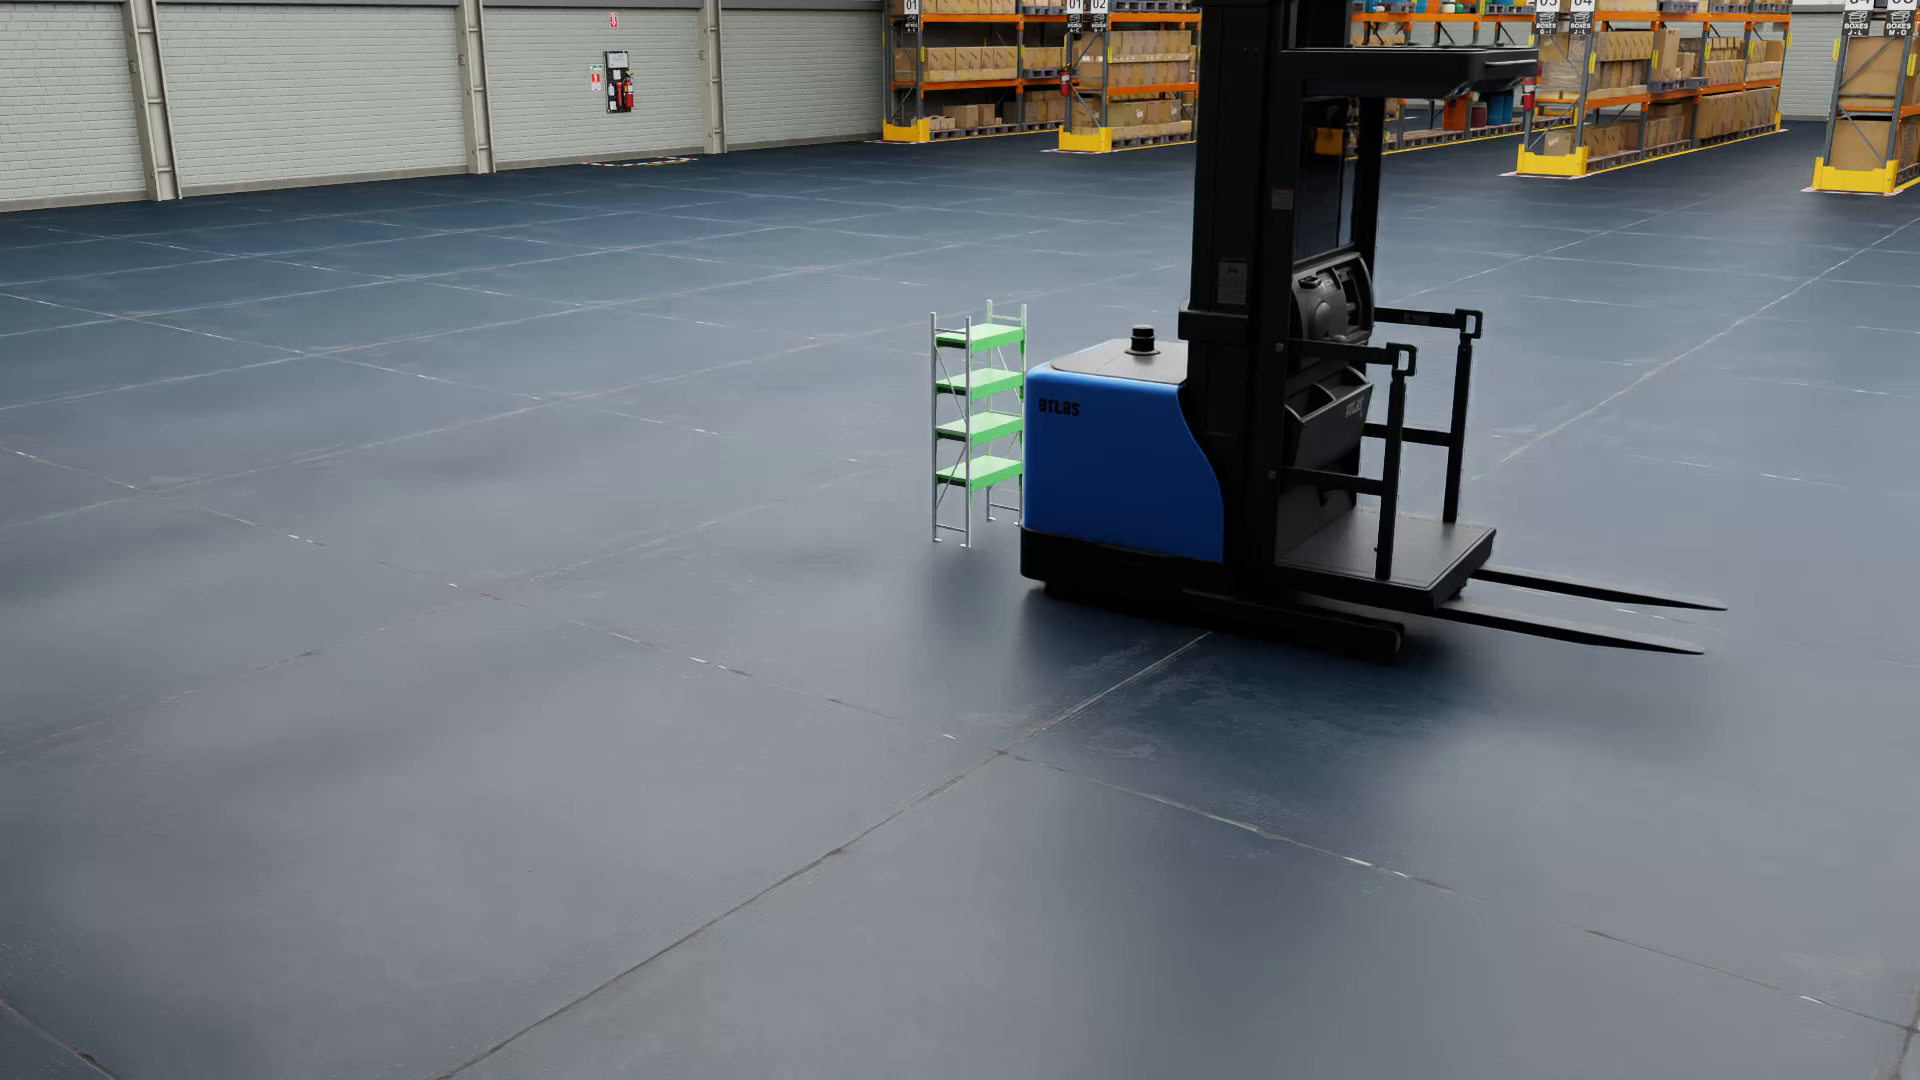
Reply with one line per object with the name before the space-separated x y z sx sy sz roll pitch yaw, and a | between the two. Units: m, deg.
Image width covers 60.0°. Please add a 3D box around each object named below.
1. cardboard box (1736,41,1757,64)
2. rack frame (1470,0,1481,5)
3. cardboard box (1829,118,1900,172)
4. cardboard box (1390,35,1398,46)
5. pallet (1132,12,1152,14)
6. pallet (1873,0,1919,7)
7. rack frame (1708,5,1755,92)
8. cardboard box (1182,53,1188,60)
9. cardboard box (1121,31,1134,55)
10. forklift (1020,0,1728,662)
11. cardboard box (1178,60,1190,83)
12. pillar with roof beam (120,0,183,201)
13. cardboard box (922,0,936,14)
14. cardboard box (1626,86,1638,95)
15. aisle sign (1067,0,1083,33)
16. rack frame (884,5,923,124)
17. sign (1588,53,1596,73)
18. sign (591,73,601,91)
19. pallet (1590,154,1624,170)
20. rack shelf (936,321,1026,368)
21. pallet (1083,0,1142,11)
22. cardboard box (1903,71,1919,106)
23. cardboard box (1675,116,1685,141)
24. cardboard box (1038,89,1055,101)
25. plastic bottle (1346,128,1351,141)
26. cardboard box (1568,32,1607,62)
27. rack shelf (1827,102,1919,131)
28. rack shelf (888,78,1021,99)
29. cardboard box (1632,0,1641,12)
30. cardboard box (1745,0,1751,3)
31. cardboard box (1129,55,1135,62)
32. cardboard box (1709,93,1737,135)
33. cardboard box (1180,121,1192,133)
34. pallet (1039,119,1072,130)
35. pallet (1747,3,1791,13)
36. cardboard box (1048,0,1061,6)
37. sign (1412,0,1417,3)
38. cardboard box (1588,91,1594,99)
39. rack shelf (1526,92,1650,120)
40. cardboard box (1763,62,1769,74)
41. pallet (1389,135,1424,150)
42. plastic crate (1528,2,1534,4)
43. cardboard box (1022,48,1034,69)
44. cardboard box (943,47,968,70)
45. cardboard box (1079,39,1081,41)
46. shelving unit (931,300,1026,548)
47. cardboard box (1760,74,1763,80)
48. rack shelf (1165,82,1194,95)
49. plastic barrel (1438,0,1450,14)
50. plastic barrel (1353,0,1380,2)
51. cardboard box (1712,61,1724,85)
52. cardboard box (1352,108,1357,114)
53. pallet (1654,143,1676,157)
cardboard box | 18.284 -11.401 38.888 0.500 0.500 0.500 12 21 35
rack frame | 11.432 -13.692 37.660 1.000 3.000 0.127 12 21 35
cardboard box | 14.917 -6.504 27.506 0.875 0.875 0.875 13 21 35
cardboard box | 11.878 -13.858 46.458 0.500 0.500 0.500 13 22 36
pallet | 4.481 -14.349 45.153 1.003 0.211 1.213 14 22 37
pallet | 15.000 -8.714 26.838 1.003 0.211 1.213 12 21 35
rack frame | 17.793 -10.904 38.799 1.000 3.000 0.127 12 21 35
cardboard box | 4.934 -10.946 37.673 0.380 0.149 0.250 12 21 34
cardboard box | 3.319 -10.712 35.826 0.700 0.500 0.500 12 21 33
forklift | 1.814 -1.059 7.213 3.031 2.935 1.130 10 20 30
cardboard box | 4.814 -10.691 37.944 0.700 0.500 0.500 12 21 33
pillar with roof beam | -8.836 -8.808 21.935 9.100 9.000 0.400 12 21 35
cardboard box | -0.891 -12.197 37.702 0.500 0.500 0.500 13 22 36
cardboard box | 12.721 -8.589 31.769 0.380 0.149 0.250 12 21 35
aisle sign | 2.415 -11.075 34.966 0.394 0.787 0.004 12 21 35
rack frame | -1.291 -10.672 38.051 1.000 3.000 0.127 12 21 35
sign | 11.079 -8.363 29.158 0.100 0.325 0.005 12 21 35
sign | -7.059 -8.884 32.234 0.001 0.329 0.234 12 21 35
pallet | 11.928 -7.209 31.602 1.003 0.211 1.213 12 21 35
rack shelf | 0.099 -1.010 8.569 0.258 0.148 0.480 12 21 35
pallet | 3.132 -11.351 35.331 1.003 0.211 1.213 12 21 35
cardboard box | 15.496 -7.559 27.776 0.875 0.550 0.550 12 21 35
cardboard box | 15.027 -8.805 35.511 0.700 0.500 0.500 11 20 32
cardboard box | 2.084 -11.407 42.628 0.500 0.250 0.500 12 21 33
plastic bottle | 8.245 -8.606 35.258 0.097 0.271 0.097 0 17 0
cardboard box | 11.190 -8.796 29.655 0.500 0.500 0.500 12 21 35
rack shelf | 15.758 -7.278 28.336 1.077 0.370 4.000 12 21 35
rack shelf | -0.099 -10.805 39.692 1.077 0.370 4.000 12 21 35
cardboard box | 12.346 -9.960 30.954 0.500 0.250 0.500 12 21 34
cardboard box | 18.211 -12.830 38.896 0.700 0.500 0.500 11 20 31
cardboard box | 3.553 -10.392 35.889 0.380 0.149 0.250 12 21 34
cardboard box | 16.896 -9.721 37.864 1.225 0.875 0.875 12 21 33
cardboard box | 4.972 -9.488 38.168 0.500 0.250 0.500 12 21 35
pallet | 2.282 -10.770 43.070 1.003 0.211 1.213 12 21 35
pallet | 19.743 -13.068 40.860 1.003 0.211 1.213 12 21 35
cardboard box | 2.217 -13.715 41.917 0.500 0.500 0.500 12 21 33
sign | 9.484 -11.211 34.714 0.100 0.325 0.005 12 21 35
cardboard box | 11.169 -8.008 29.896 0.380 0.149 0.250 12 21 35
rack shelf | 11.835 -8.179 31.236 1.077 0.370 4.000 12 21 35
cardboard box | 19.188 -11.398 40.141 0.500 0.250 0.500 12 21 35
pallet | 9.486 -8.736 36.519 1.003 0.211 1.213 12 21 35
plastic crate | 15.068 -13.820 43.234 0.504 0.338 0.767 12 21 35
cardboard box | 1.423 -11.998 41.410 0.700 0.500 0.500 12 21 35
cardboard box | -0.150 -11.266 38.920 0.500 0.500 0.500 12 21 33
cardboard box | 3.538 -13.288 44.509 0.500 0.250 0.500 13 22 36
shelving unit | 0.099 -0.612 8.693 0.258 1.200 0.503 12 21 35
cardboard box | 19.009 -11.105 39.868 0.380 0.149 0.250 13 21 35
rack shelf | 6.265 -10.883 39.944 1.077 0.370 4.000 12 21 35
plastic barrel | 10.769 -12.341 37.524 0.600 0.901 0.600 0 17 0
plastic barrel | 8.370 -11.528 34.197 0.600 0.901 0.708 12 21 35
cardboard box | 16.526 -10.313 36.726 0.500 0.500 0.500 12 21 34
cardboard box | 10.771 -11.782 45.662 0.380 0.166 0.250 12 21 35
pallet | 14.216 -8.144 34.614 1.003 0.211 1.213 12 21 35
